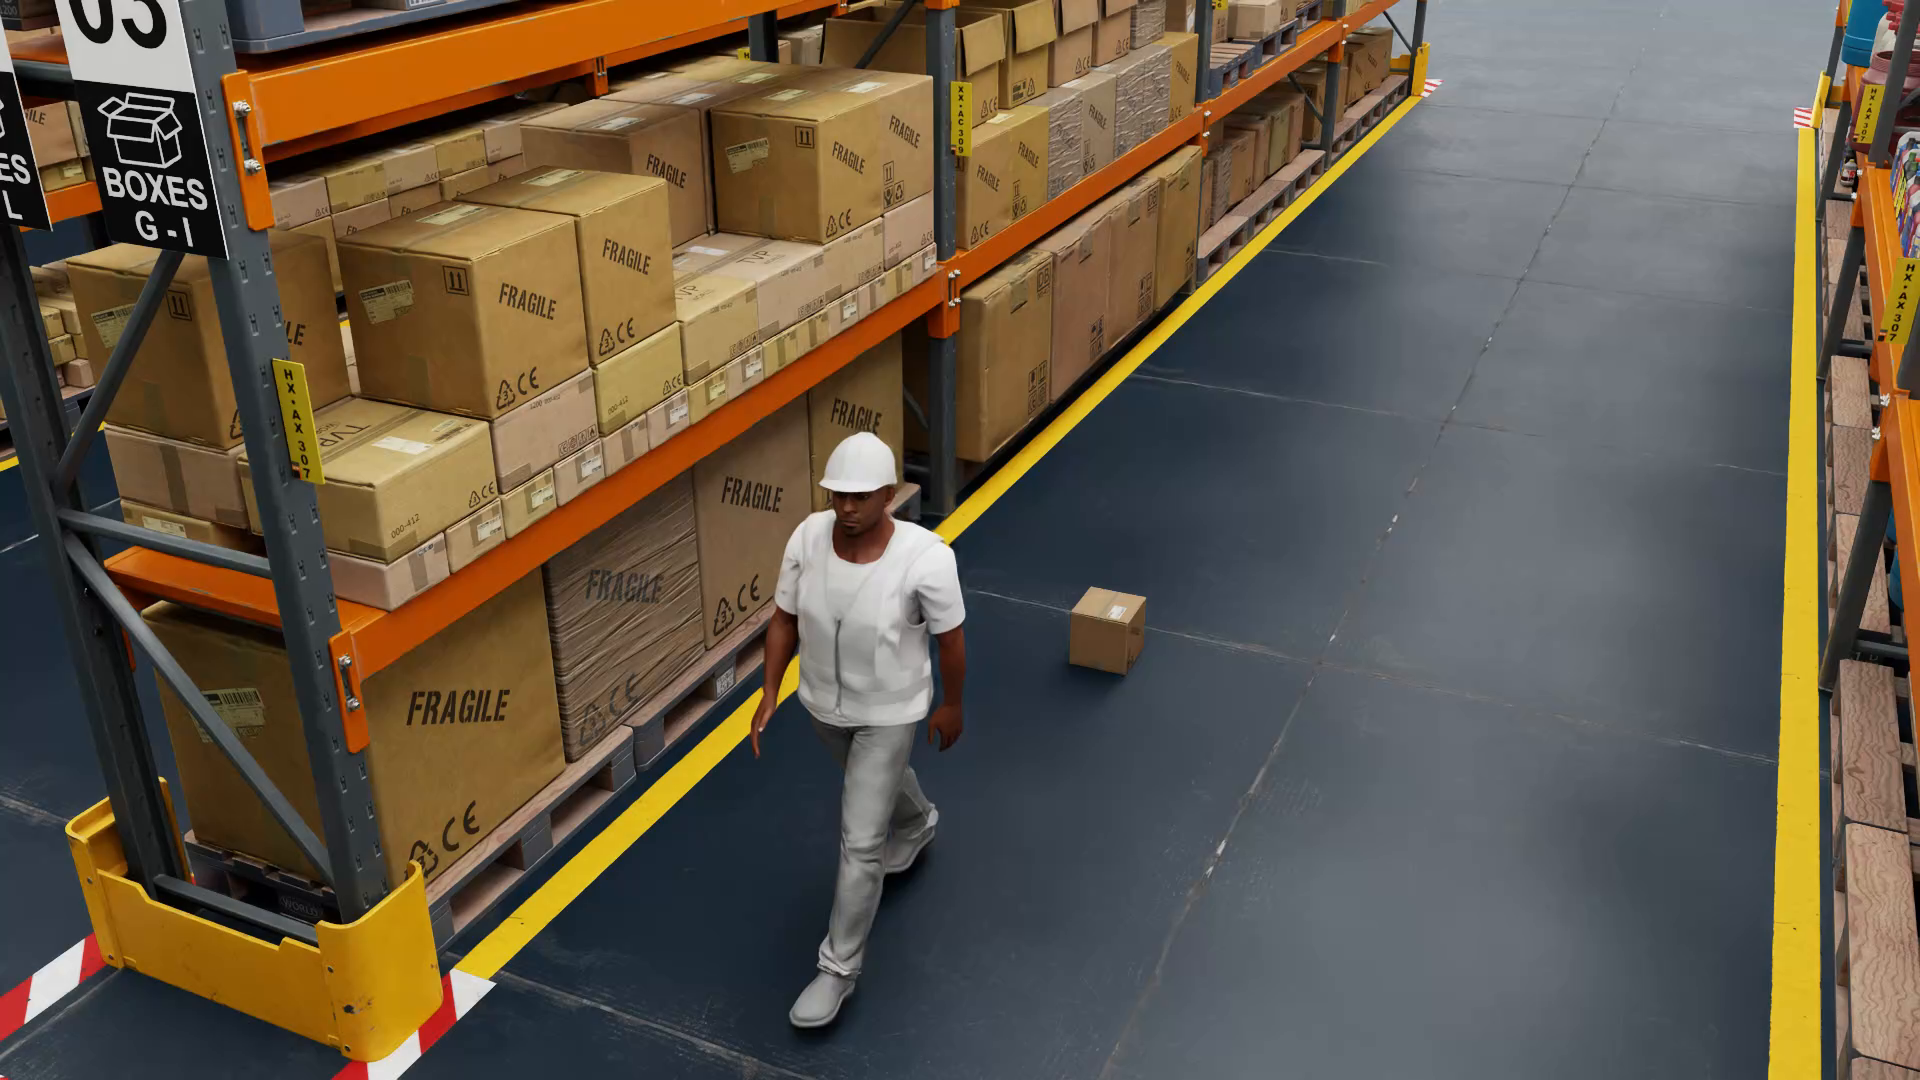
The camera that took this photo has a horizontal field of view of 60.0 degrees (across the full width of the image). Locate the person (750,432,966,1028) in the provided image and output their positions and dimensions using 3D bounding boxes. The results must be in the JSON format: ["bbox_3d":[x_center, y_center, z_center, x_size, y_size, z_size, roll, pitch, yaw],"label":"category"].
[{"bbox_3d":[-0.328,0.503,5.042,0.576,1.711,1.063,14,29,26],"label":"person"}]
